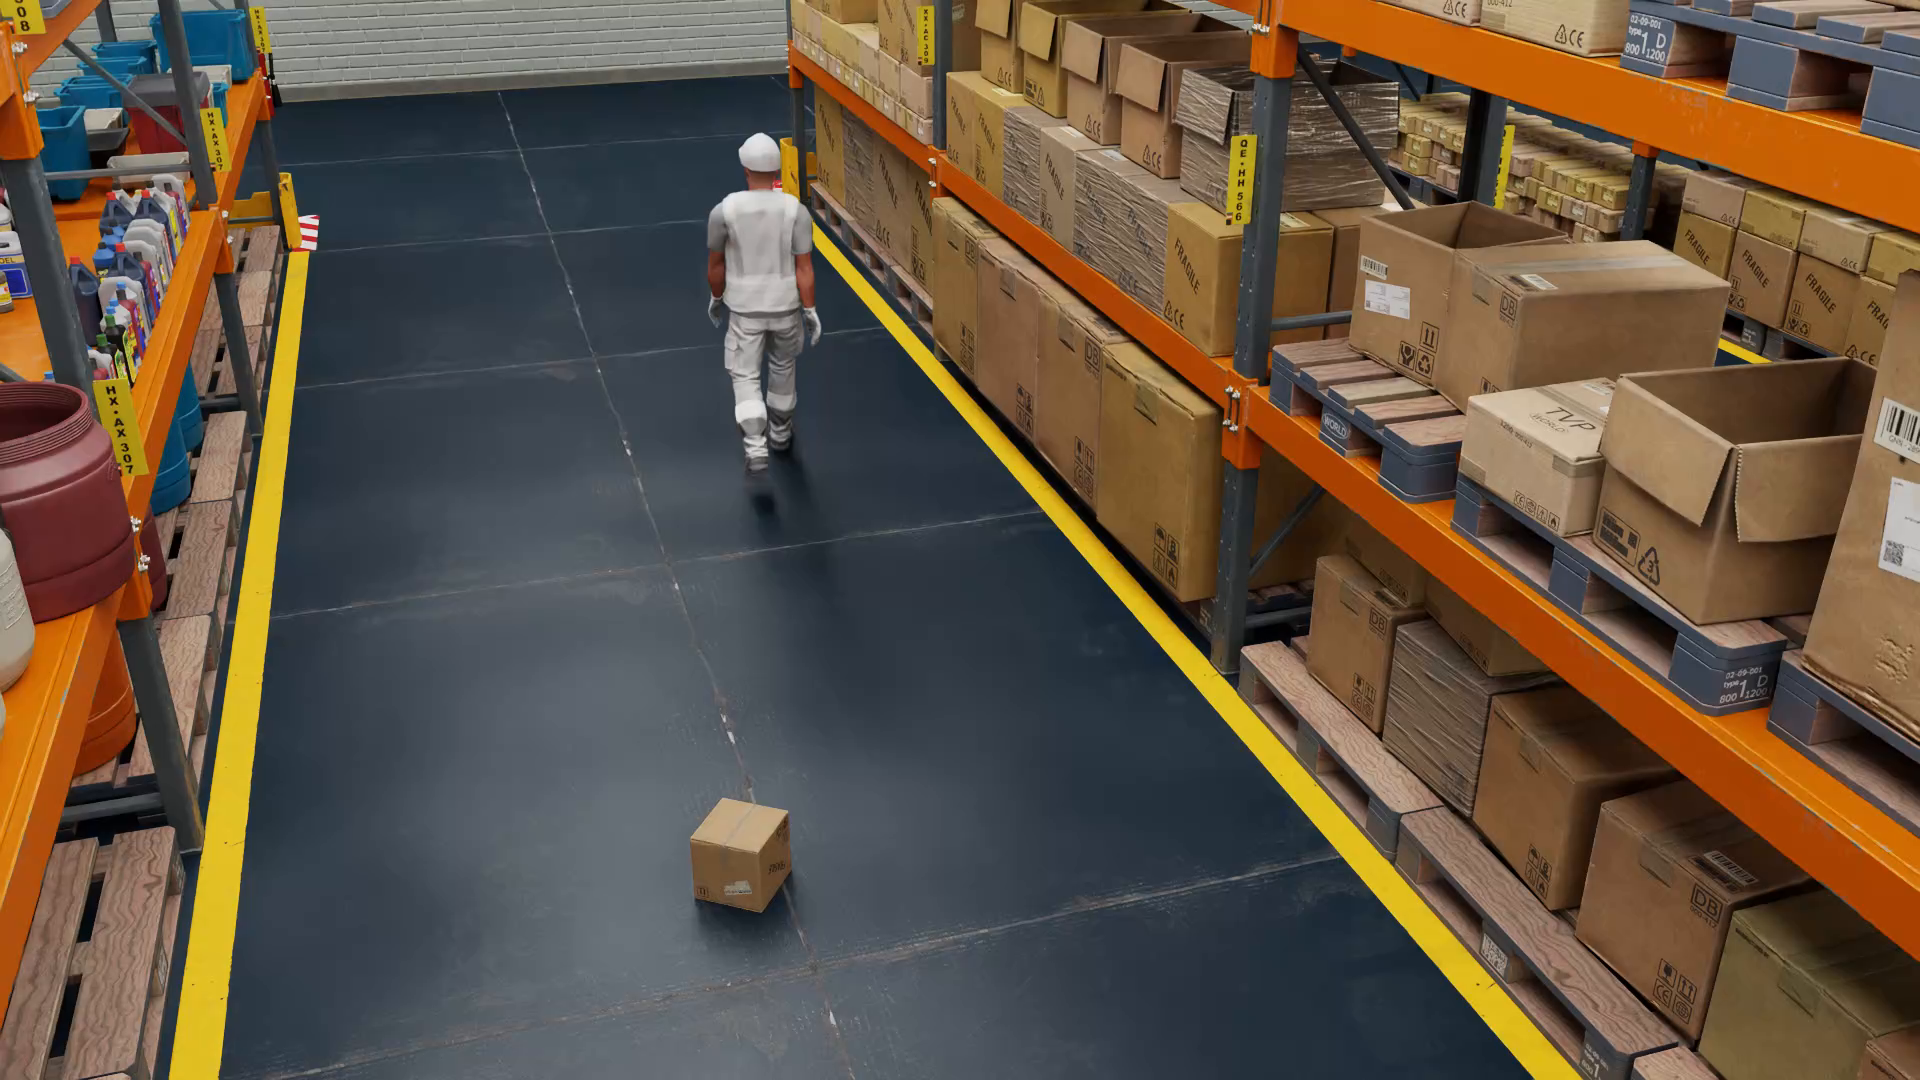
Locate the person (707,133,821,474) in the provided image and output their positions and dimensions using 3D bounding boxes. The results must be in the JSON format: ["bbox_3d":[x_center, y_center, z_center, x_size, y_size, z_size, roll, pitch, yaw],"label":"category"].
[{"bbox_3d":[-1.004,-1.190,8.511,0.560,1.764,0.946,-5,26,-9],"label":"person"}]
